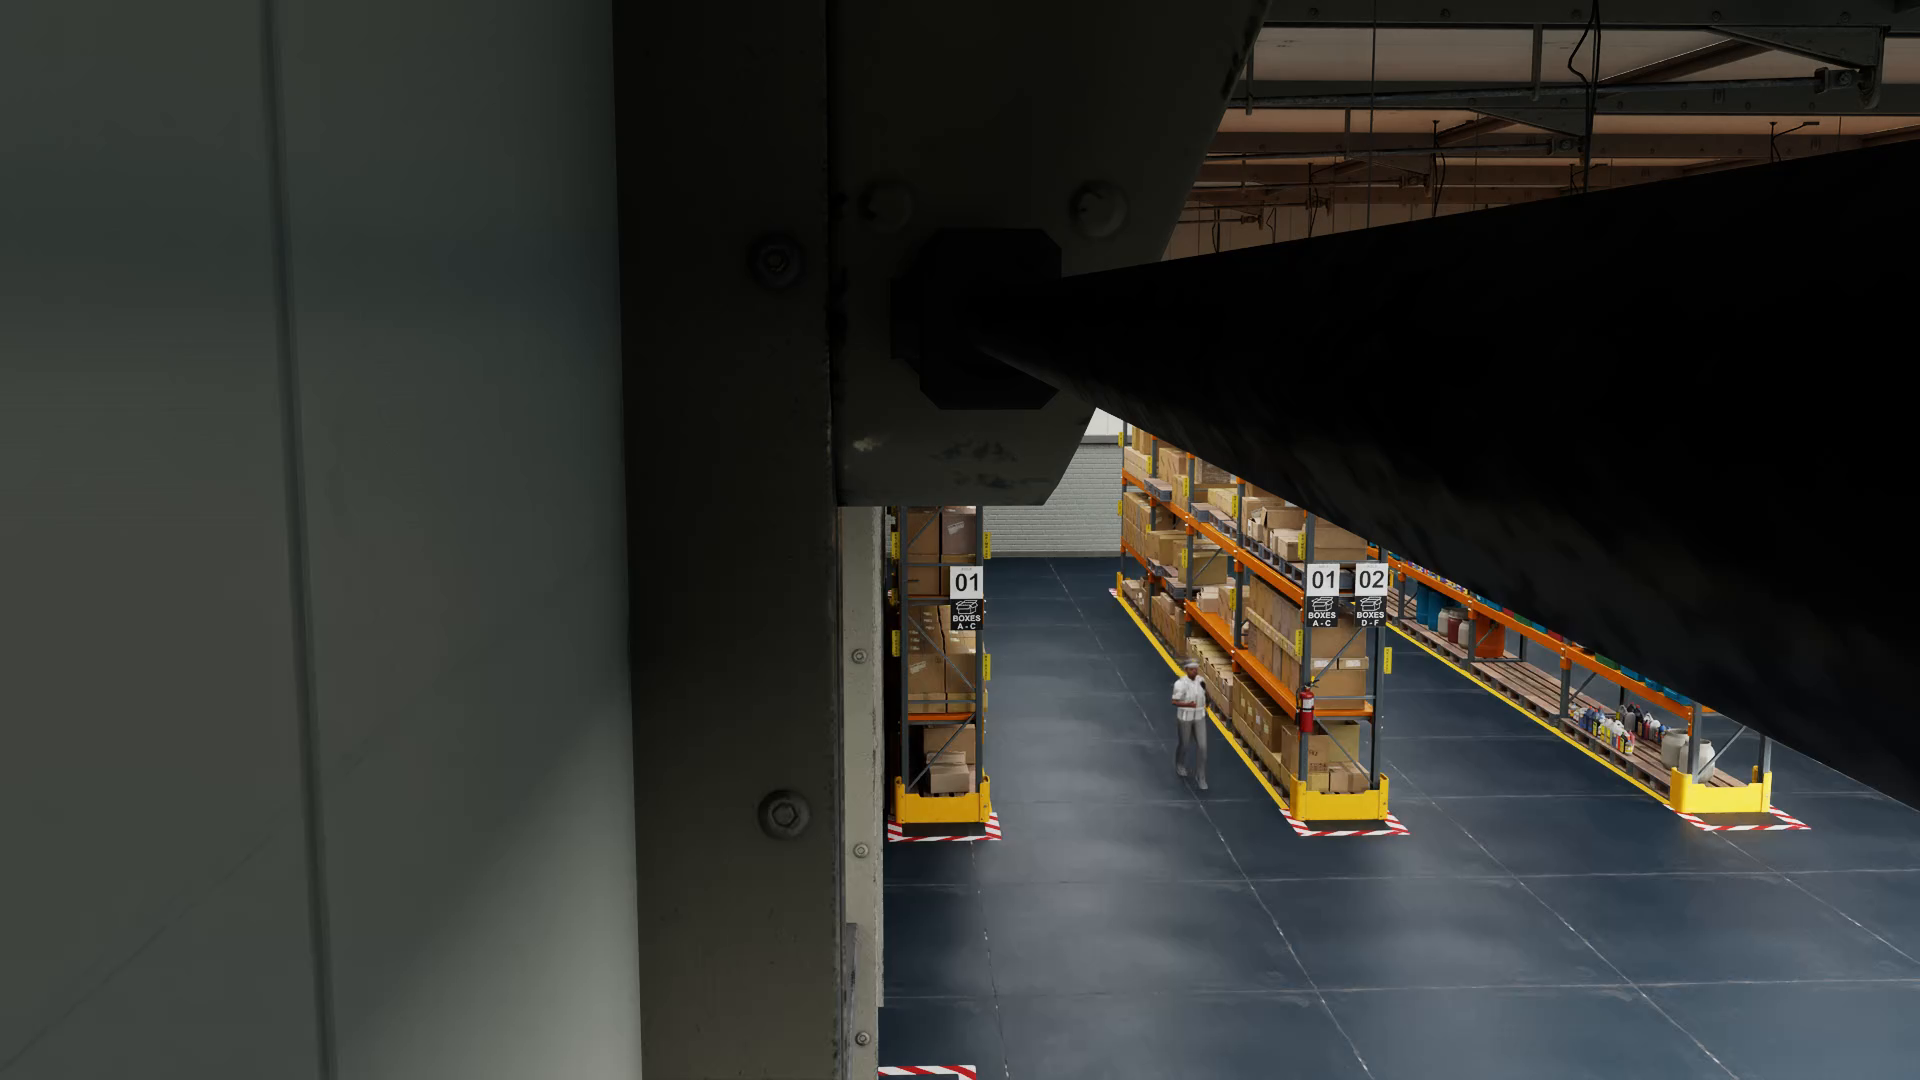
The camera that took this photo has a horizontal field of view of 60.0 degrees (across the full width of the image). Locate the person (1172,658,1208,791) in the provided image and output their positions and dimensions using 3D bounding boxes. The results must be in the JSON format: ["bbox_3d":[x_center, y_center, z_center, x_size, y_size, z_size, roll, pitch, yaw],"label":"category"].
[{"bbox_3d":[3.058,2.402,22.104,0.564,1.754,0.794,-2,8,-11],"label":"person"}]
